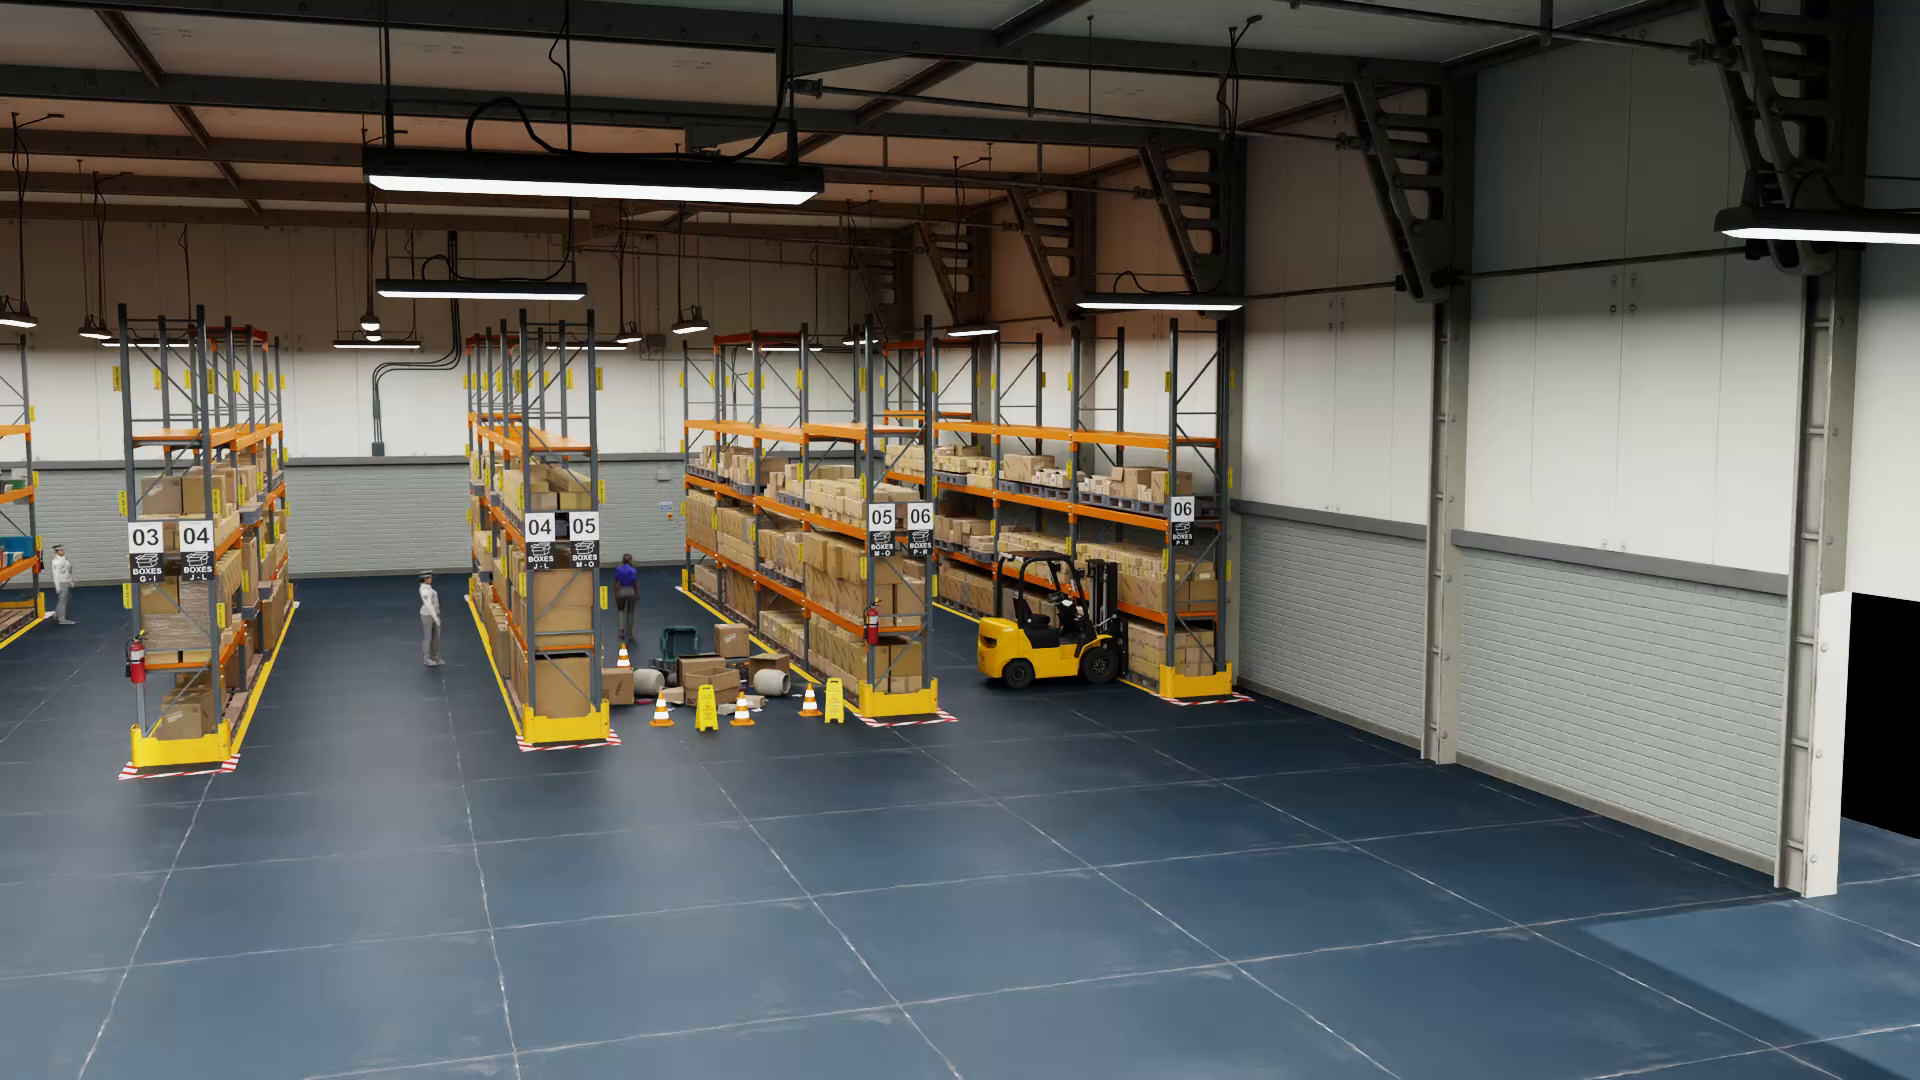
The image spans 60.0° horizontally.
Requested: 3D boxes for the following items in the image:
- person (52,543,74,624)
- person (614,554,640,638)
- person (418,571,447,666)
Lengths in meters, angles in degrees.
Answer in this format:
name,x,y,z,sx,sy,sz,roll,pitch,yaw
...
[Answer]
name,x,y,z,sx,sy,sz,roll,pitch,yaw
person,-18.541,0.900,34.367,0.414,1.685,0.509,-3,6,-30
person,-6.499,1.094,32.438,0.482,1.670,0.451,-1,5,-6
person,-9.346,1.395,29.415,0.499,1.711,0.491,1,6,12
